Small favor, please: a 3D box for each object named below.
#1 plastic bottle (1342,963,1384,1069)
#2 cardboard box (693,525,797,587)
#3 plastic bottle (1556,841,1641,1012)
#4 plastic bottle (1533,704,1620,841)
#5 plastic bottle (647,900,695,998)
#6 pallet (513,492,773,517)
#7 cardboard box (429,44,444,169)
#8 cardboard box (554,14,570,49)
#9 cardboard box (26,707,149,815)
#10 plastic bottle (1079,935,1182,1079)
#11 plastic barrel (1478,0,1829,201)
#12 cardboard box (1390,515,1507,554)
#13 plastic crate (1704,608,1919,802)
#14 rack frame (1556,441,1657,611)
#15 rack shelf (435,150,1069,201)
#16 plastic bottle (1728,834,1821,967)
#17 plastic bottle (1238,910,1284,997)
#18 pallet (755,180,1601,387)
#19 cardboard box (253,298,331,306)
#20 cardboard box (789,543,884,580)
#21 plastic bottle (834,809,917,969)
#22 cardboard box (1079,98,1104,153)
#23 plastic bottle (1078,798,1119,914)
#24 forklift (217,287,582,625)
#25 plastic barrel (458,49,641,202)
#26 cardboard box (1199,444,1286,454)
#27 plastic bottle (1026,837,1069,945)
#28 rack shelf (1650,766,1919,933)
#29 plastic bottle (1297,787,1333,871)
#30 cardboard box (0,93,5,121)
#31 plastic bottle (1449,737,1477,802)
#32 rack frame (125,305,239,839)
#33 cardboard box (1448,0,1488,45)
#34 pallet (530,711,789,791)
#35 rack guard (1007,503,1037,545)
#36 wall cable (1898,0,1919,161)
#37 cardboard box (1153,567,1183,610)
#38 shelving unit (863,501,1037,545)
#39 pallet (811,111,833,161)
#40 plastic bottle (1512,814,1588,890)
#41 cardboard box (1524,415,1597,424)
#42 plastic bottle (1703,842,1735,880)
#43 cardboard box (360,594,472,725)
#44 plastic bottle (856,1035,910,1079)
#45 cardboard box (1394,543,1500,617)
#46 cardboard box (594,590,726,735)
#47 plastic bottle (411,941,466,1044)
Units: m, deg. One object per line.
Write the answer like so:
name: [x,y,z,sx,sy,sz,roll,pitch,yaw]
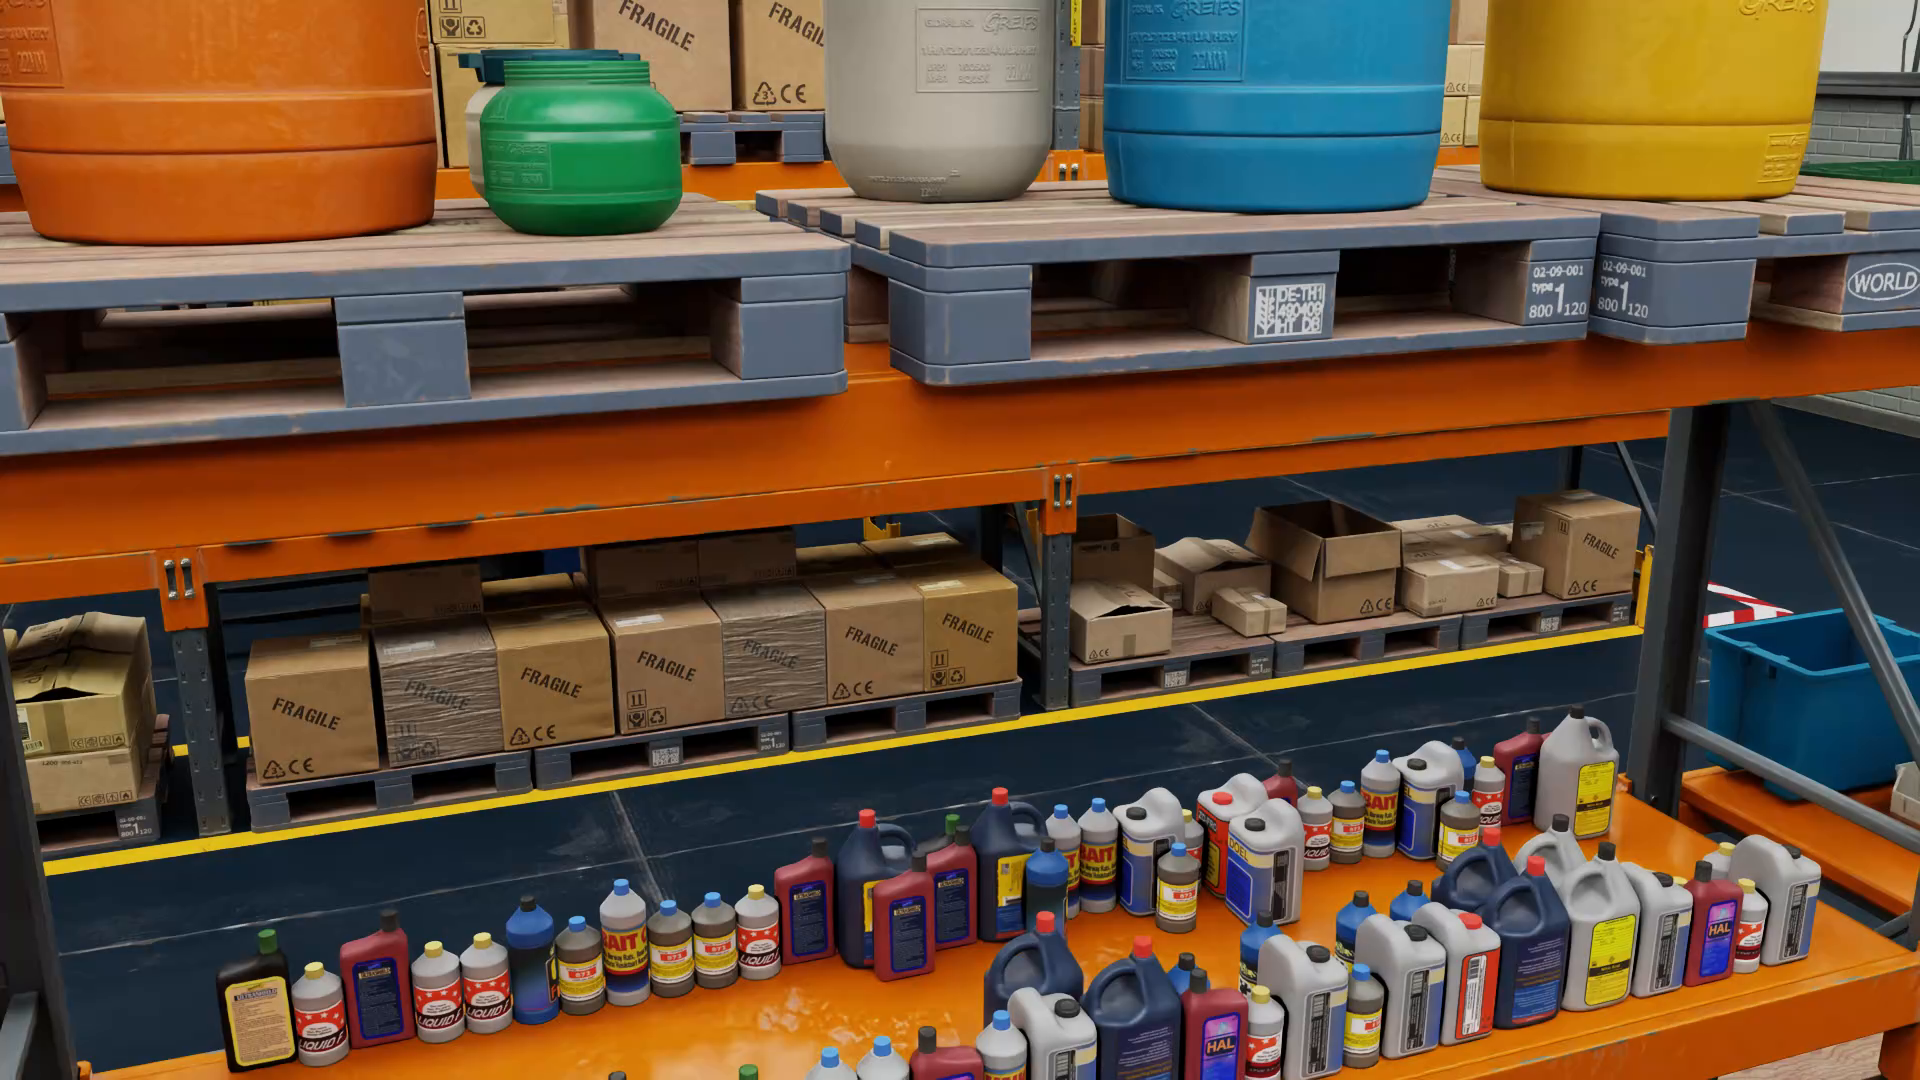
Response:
plastic bottle: [0.807,0.956,3.370,0.097,0.201,0.097,0,16,0]
cardboard box: [-1.146,0.027,8.509,0.500,0.250,0.500,-6,17,-20]
plastic bottle: [1.354,0.819,3.574,0.185,0.351,0.144,-6,17,-20]
plastic bottle: [1.613,0.594,4.339,0.185,0.351,0.144,-6,17,-20]
plastic bottle: [-0.631,0.883,3.621,0.097,0.201,0.097,0,16,0]
pallet: [-1.595,-0.389,7.941,1.213,0.211,1.003,-6,17,-20]
cardboard box: [-2.537,-1.876,7.160,0.500,0.500,0.910,-6,17,-20]
cardboard box: [-2.807,-3.556,12.101,0.500,0.500,0.700,-7,18,-21]
cardboard box: [-3.813,0.951,7.171,0.500,0.250,0.500,-6,17,-19]
plastic bottle: [0.325,0.930,3.196,0.185,0.351,0.144,-6,17,-20]
plastic barrel: [1.316,-0.969,3.173,0.600,0.588,0.600,0,16,0]
cardboard box: [2.985,0.048,10.210,0.500,0.250,0.500,-6,17,-20]
plastic crate: [2.409,0.458,4.636,0.575,0.384,0.392,-6,17,-20]
rack frame: [4.061,-1.091,9.989,0.127,3.000,1.000,-6,17,-20]
rack shelf: [-1.541,-1.580,7.607,4.000,0.370,1.077,-6,17,-20]
plastic bottle: [1.843,0.801,3.769,0.135,0.276,0.152,-6,17,-20]
plastic bottle: [0.627,0.896,3.450,0.097,0.271,0.097,0,16,0]
pallet: [0.340,-0.513,3.031,1.213,0.211,1.003,-6,17,-20]
cardboard box: [-4.640,-1.769,11.558,0.500,0.500,0.500,-6,17,-18]
cardboard box: [-0.707,0.342,8.765,0.500,0.500,0.500,-6,17,-19]
plastic bottle: [-0.184,0.770,3.741,0.185,0.351,0.144,-6,17,-20]
cardboard box: [0.869,-2.039,8.159,0.500,0.250,0.500,-6,17,-20]
plastic bottle: [0.327,0.746,3.964,0.097,0.271,0.097,0,16,0]
forklift: [-3.057,-0.977,9.723,3.031,2.935,1.130,-7,18,-22]
plastic barrel: [-0.691,-0.702,2.840,0.301,0.262,0.301,0,16,0]
cardboard box: [1.377,-0.768,8.711,0.500,0.500,0.500,-6,17,-19]
plastic bottle: [0.197,0.803,3.768,0.097,0.271,0.097,0,16,0]
rack shelf: [3.963,0.760,4.964,4.000,0.370,1.077,-6,17,-20]
plastic bottle: [0.885,0.719,4.179,0.097,0.201,0.097,0,16,0]
cardboard box: [-3.812,-1.792,6.575,0.500,0.250,0.500,-8,18,-24]
plastic bottle: [1.284,0.642,4.315,0.097,0.271,0.097,0,16,0]
rack frame: [-3.409,-0.284,7.242,0.127,3.000,1.000,-6,17,-20]
cardboard box: [2.662,-2.895,8.857,0.500,0.500,0.700,-6,17,-20]
pallet: [-1.561,0.867,8.273,1.213,0.211,1.003,-6,17,-20]
rack guard: [0.394,-0.162,11.708,0.087,0.250,0.587,-6,17,-20]
wall cable: [7.695,-4.258,15.640,0.112,2.526,3.097,-6,17,-20]
cardboard box: [1.086,0.284,9.587,0.250,0.149,0.380,-6,17,-20]
shelving unit: [-0.071,-0.712,11.361,1.083,1.500,0.587,-6,17,-20]
pallet: [-0.308,-1.989,8.058,1.003,0.211,1.213,-6,17,-20]
plastic bottle: [1.302,0.781,3.703,0.185,0.351,0.144,-6,17,-20]
cardboard box: [3.257,-0.969,9.396,0.500,0.500,0.500,-6,17,-20]
plastic bottle: [1.781,0.805,3.885,0.097,0.201,0.097,0,16,0]
cardboard box: [-2.620,0.548,8.064,0.500,0.500,0.500,-5,17,-18]
plastic bottle: [-0.139,1.025,3.012,0.097,0.271,0.097,0,16,0]
cardboard box: [2.744,0.225,9.607,0.500,0.250,0.500,-6,17,-20]
cardboard box: [-1.439,0.576,7.969,0.500,0.500,0.500,-7,18,-22]
plastic bottle: [-1.085,0.932,3.454,0.097,0.201,0.097,0,16,0]
